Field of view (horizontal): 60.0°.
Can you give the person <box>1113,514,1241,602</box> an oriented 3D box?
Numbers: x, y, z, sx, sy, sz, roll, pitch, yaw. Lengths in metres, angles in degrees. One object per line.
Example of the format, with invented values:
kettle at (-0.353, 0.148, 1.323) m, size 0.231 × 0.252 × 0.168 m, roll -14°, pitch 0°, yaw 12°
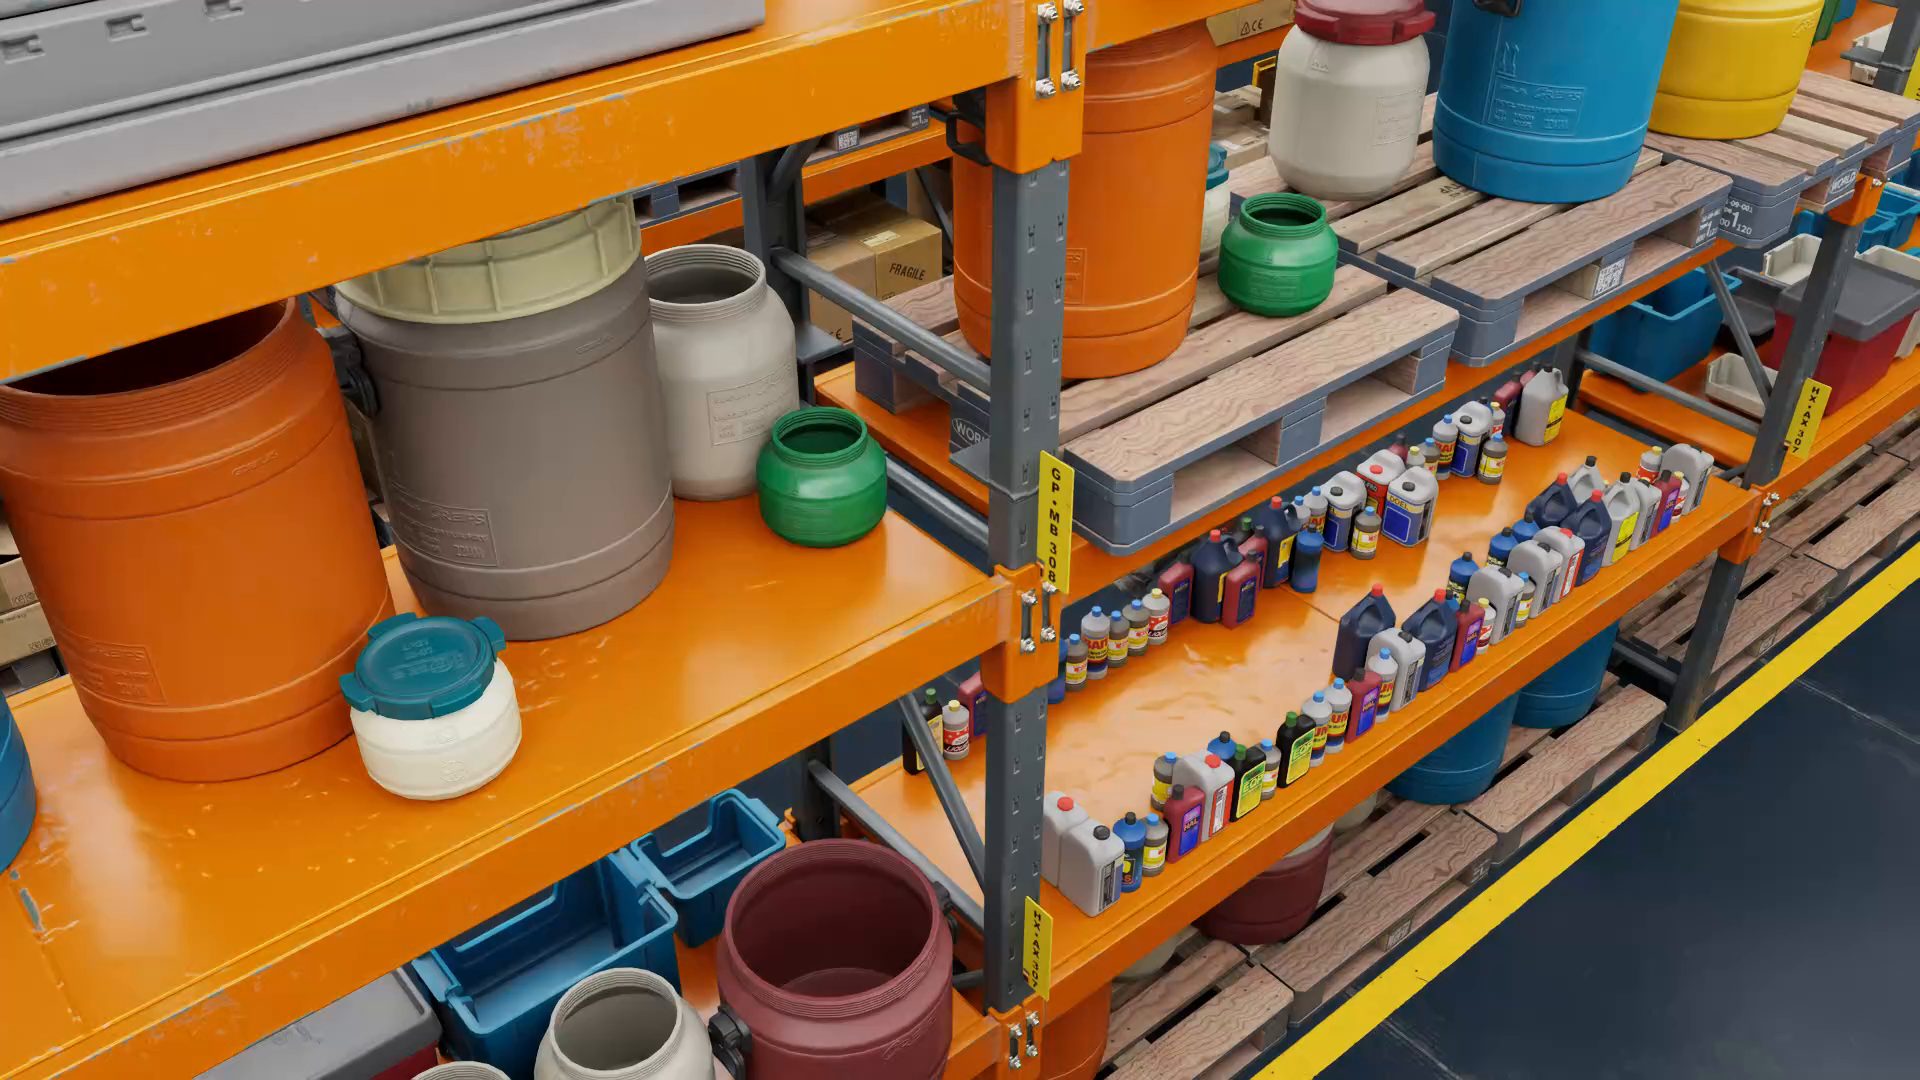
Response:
person at (1.051, -0.297, 7.450) m, size 0.637 × 1.756 × 0.555 m, roll -12°, pitch 37°, yaw -16°
